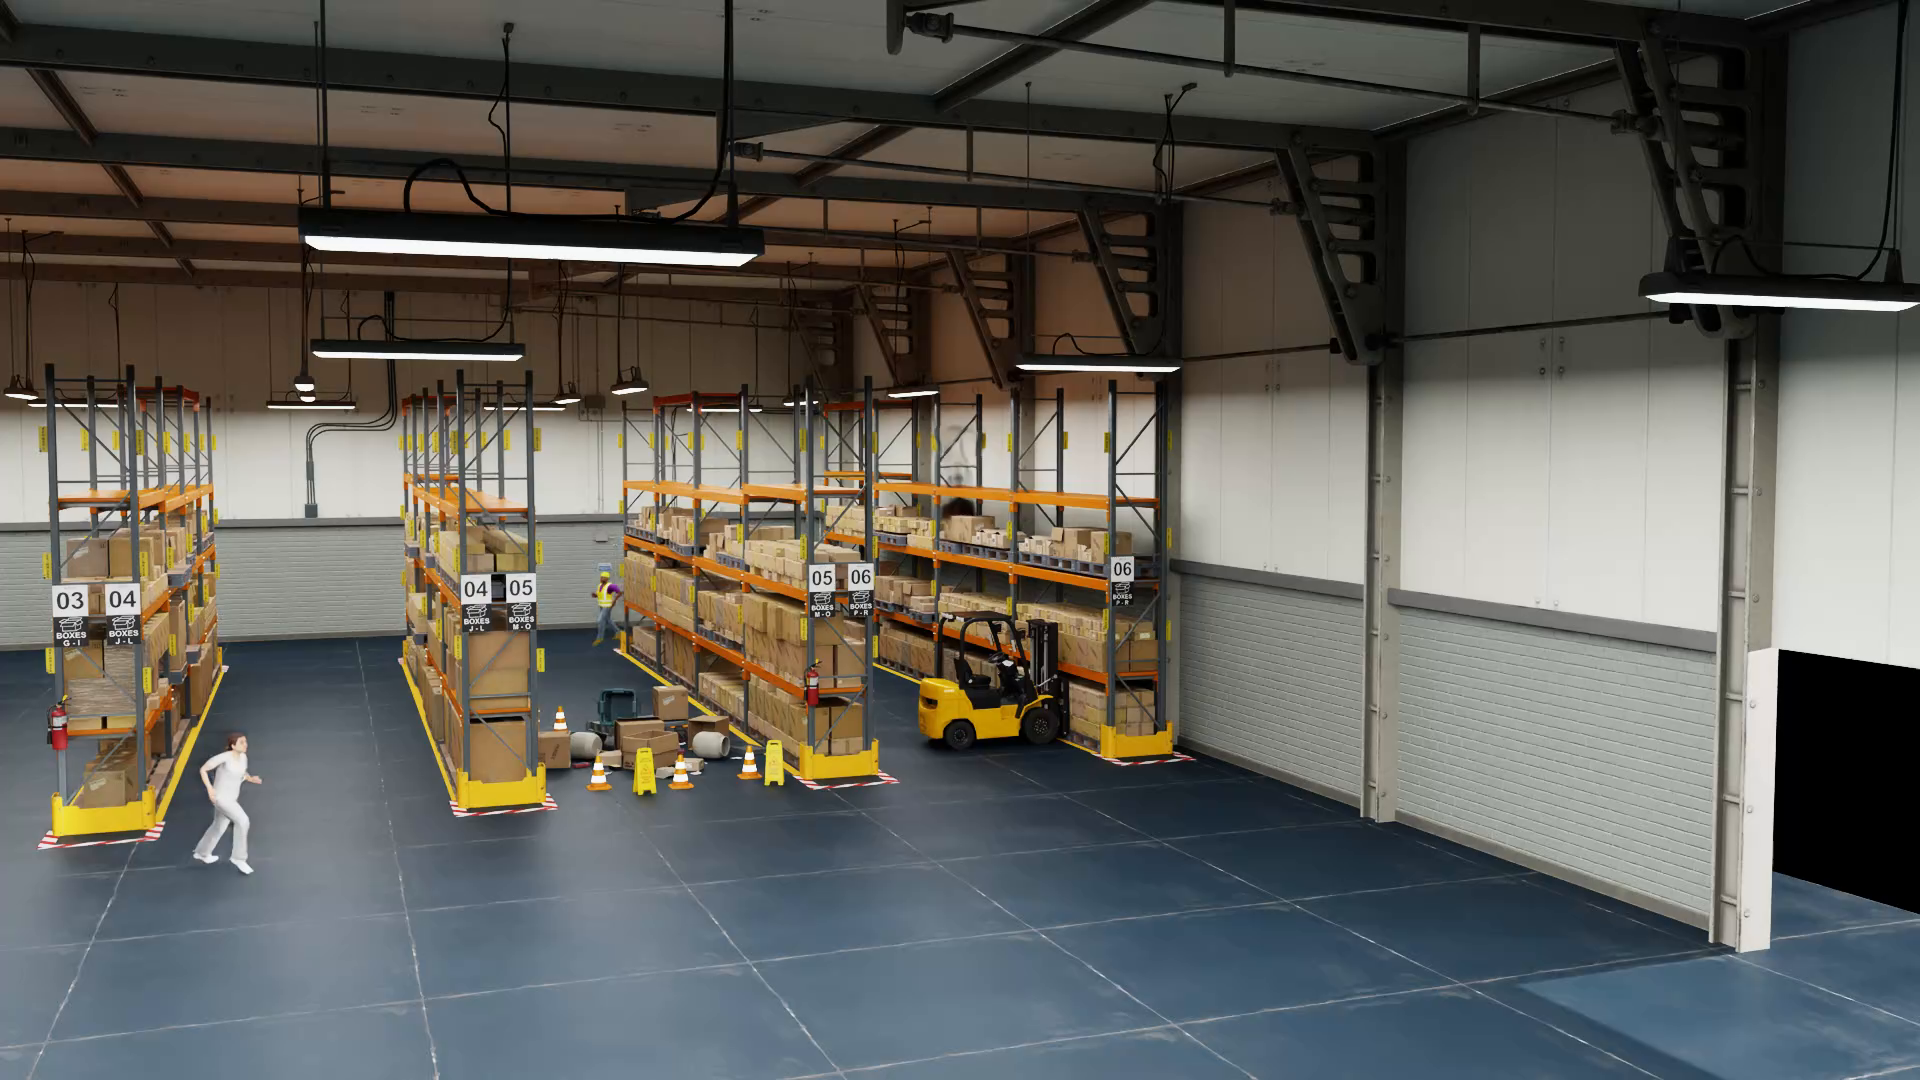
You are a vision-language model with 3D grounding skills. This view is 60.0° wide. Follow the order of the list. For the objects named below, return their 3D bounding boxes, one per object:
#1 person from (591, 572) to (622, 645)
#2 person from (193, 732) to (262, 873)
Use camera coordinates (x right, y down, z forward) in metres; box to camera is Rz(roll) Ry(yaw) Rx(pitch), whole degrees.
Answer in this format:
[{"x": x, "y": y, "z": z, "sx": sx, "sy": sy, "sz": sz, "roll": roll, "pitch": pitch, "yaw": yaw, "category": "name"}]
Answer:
[{"x": -8.846, "y": 1.691, "z": 41.552, "sx": 0.869, "sy": 1.809, "sz": 0.670, "roll": -3, "pitch": 4, "yaw": -41, "category": "person"}, {"x": -8.639, "y": 3.061, "z": 19.480, "sx": 0.888, "sy": 1.651, "sz": 0.581, "roll": 1, "pitch": 3, "yaw": 13, "category": "person"}]
